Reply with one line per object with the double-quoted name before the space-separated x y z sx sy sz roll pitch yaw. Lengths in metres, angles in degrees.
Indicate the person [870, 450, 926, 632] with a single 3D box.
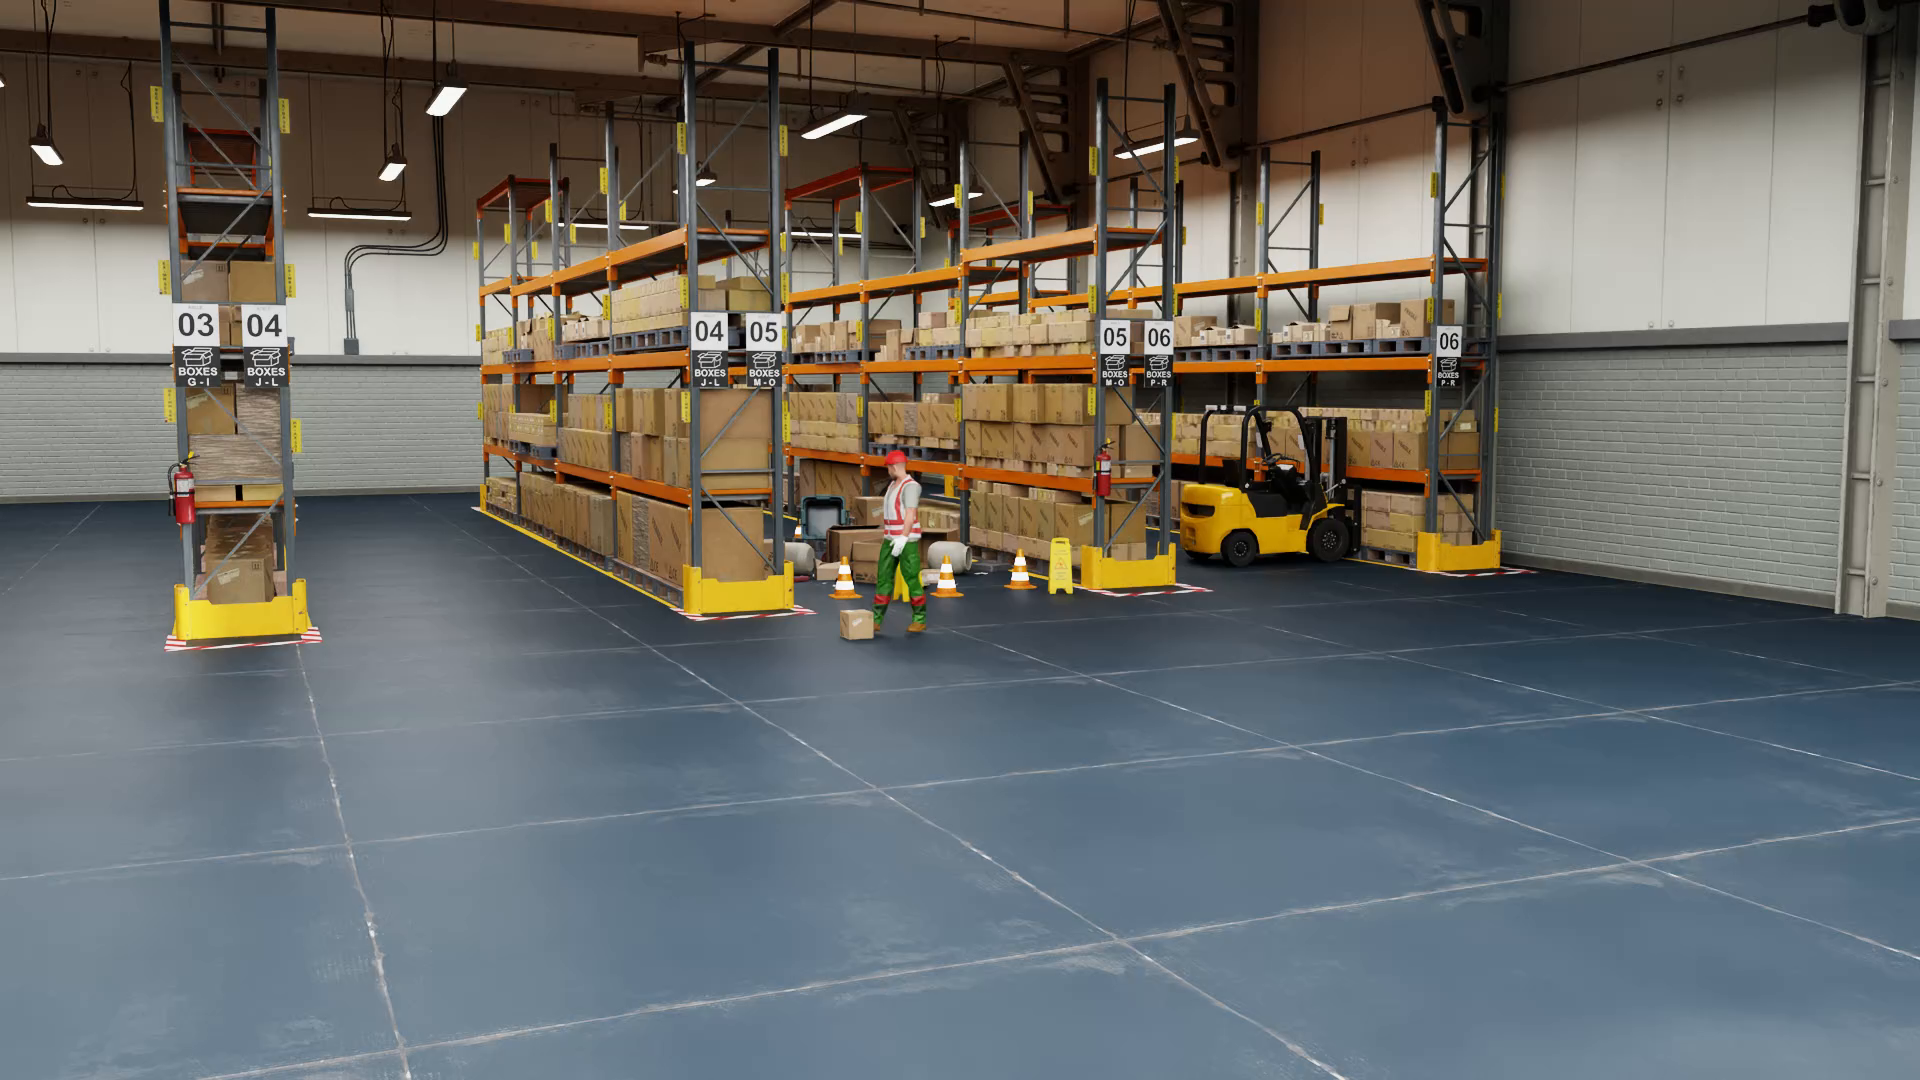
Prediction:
"person" -0.650 0.019 16.116 0.727 1.770 0.615 -4 7 -35
